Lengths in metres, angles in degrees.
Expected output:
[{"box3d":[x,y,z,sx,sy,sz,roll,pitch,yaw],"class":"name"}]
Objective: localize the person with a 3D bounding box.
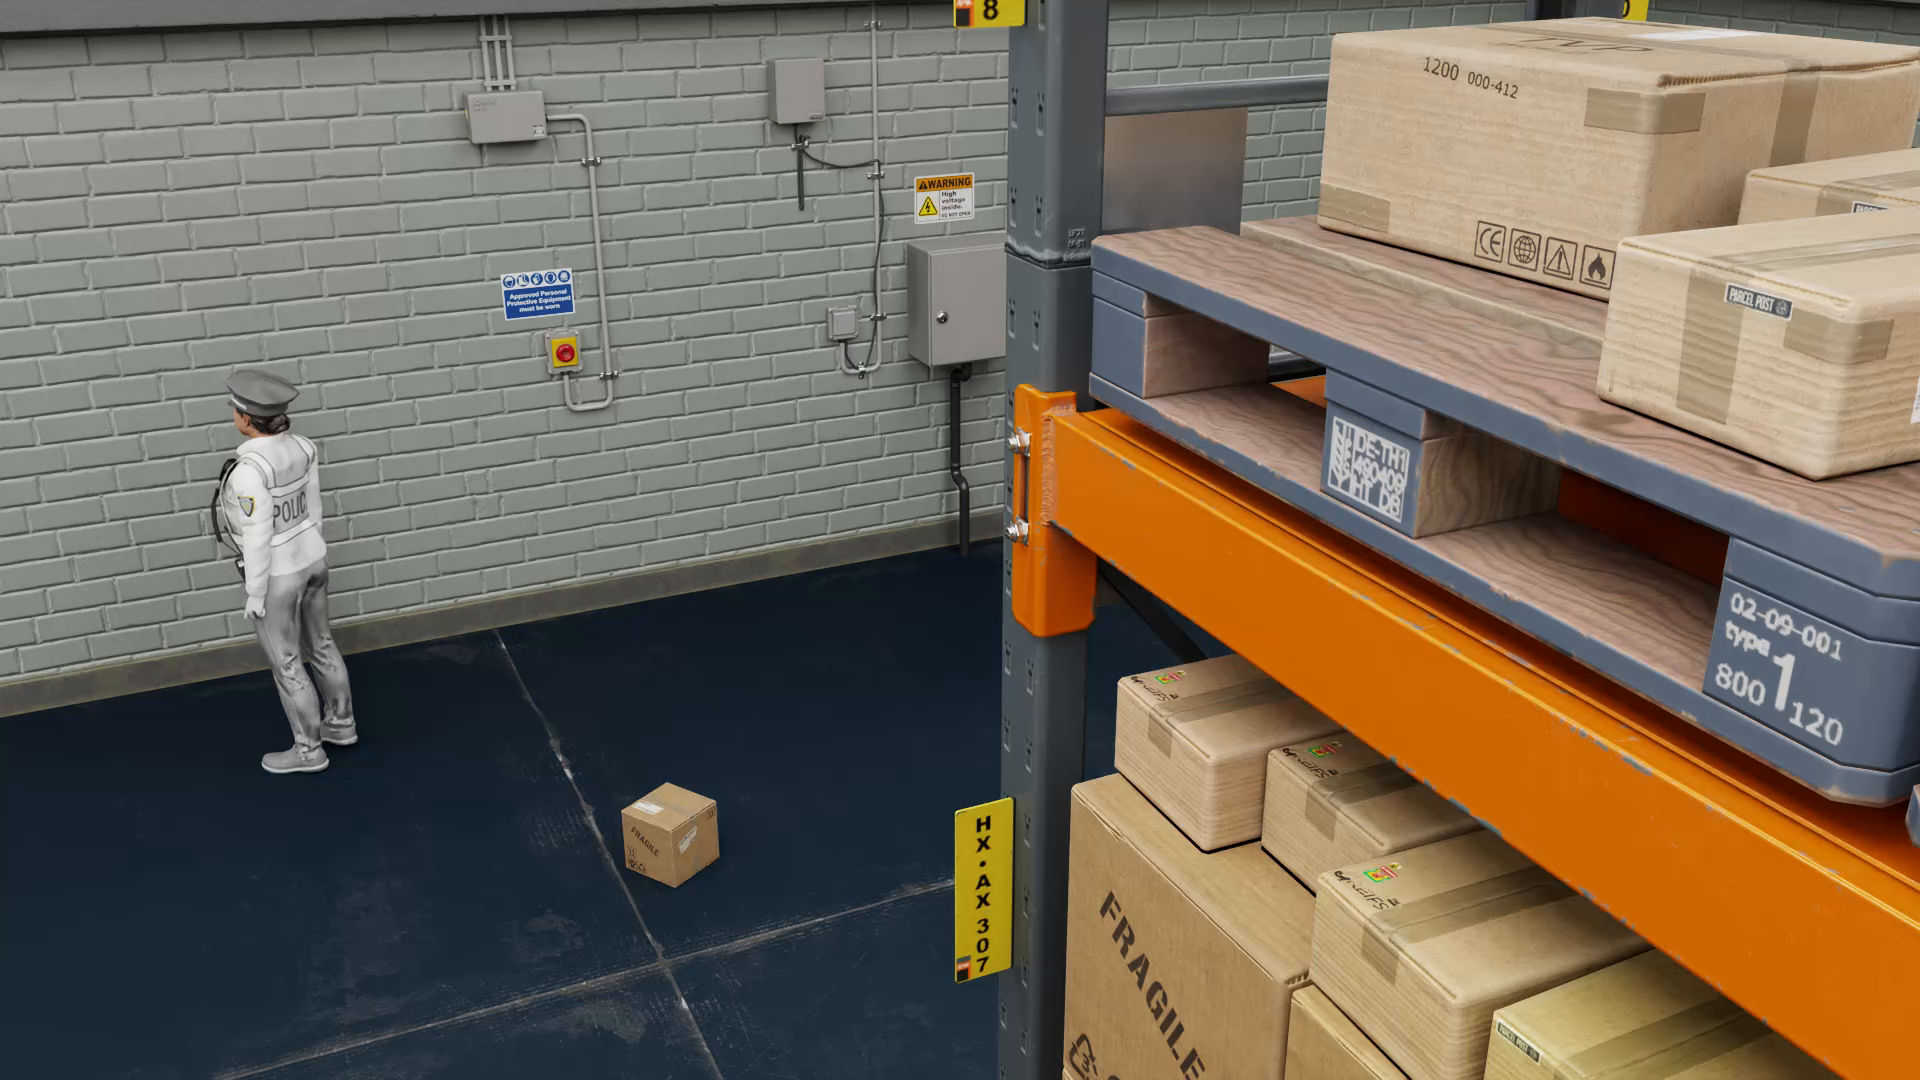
[{"box3d":[-2.742,0.149,6.732,0.327,1.660,0.465,6,23,13],"class":"person"}]
